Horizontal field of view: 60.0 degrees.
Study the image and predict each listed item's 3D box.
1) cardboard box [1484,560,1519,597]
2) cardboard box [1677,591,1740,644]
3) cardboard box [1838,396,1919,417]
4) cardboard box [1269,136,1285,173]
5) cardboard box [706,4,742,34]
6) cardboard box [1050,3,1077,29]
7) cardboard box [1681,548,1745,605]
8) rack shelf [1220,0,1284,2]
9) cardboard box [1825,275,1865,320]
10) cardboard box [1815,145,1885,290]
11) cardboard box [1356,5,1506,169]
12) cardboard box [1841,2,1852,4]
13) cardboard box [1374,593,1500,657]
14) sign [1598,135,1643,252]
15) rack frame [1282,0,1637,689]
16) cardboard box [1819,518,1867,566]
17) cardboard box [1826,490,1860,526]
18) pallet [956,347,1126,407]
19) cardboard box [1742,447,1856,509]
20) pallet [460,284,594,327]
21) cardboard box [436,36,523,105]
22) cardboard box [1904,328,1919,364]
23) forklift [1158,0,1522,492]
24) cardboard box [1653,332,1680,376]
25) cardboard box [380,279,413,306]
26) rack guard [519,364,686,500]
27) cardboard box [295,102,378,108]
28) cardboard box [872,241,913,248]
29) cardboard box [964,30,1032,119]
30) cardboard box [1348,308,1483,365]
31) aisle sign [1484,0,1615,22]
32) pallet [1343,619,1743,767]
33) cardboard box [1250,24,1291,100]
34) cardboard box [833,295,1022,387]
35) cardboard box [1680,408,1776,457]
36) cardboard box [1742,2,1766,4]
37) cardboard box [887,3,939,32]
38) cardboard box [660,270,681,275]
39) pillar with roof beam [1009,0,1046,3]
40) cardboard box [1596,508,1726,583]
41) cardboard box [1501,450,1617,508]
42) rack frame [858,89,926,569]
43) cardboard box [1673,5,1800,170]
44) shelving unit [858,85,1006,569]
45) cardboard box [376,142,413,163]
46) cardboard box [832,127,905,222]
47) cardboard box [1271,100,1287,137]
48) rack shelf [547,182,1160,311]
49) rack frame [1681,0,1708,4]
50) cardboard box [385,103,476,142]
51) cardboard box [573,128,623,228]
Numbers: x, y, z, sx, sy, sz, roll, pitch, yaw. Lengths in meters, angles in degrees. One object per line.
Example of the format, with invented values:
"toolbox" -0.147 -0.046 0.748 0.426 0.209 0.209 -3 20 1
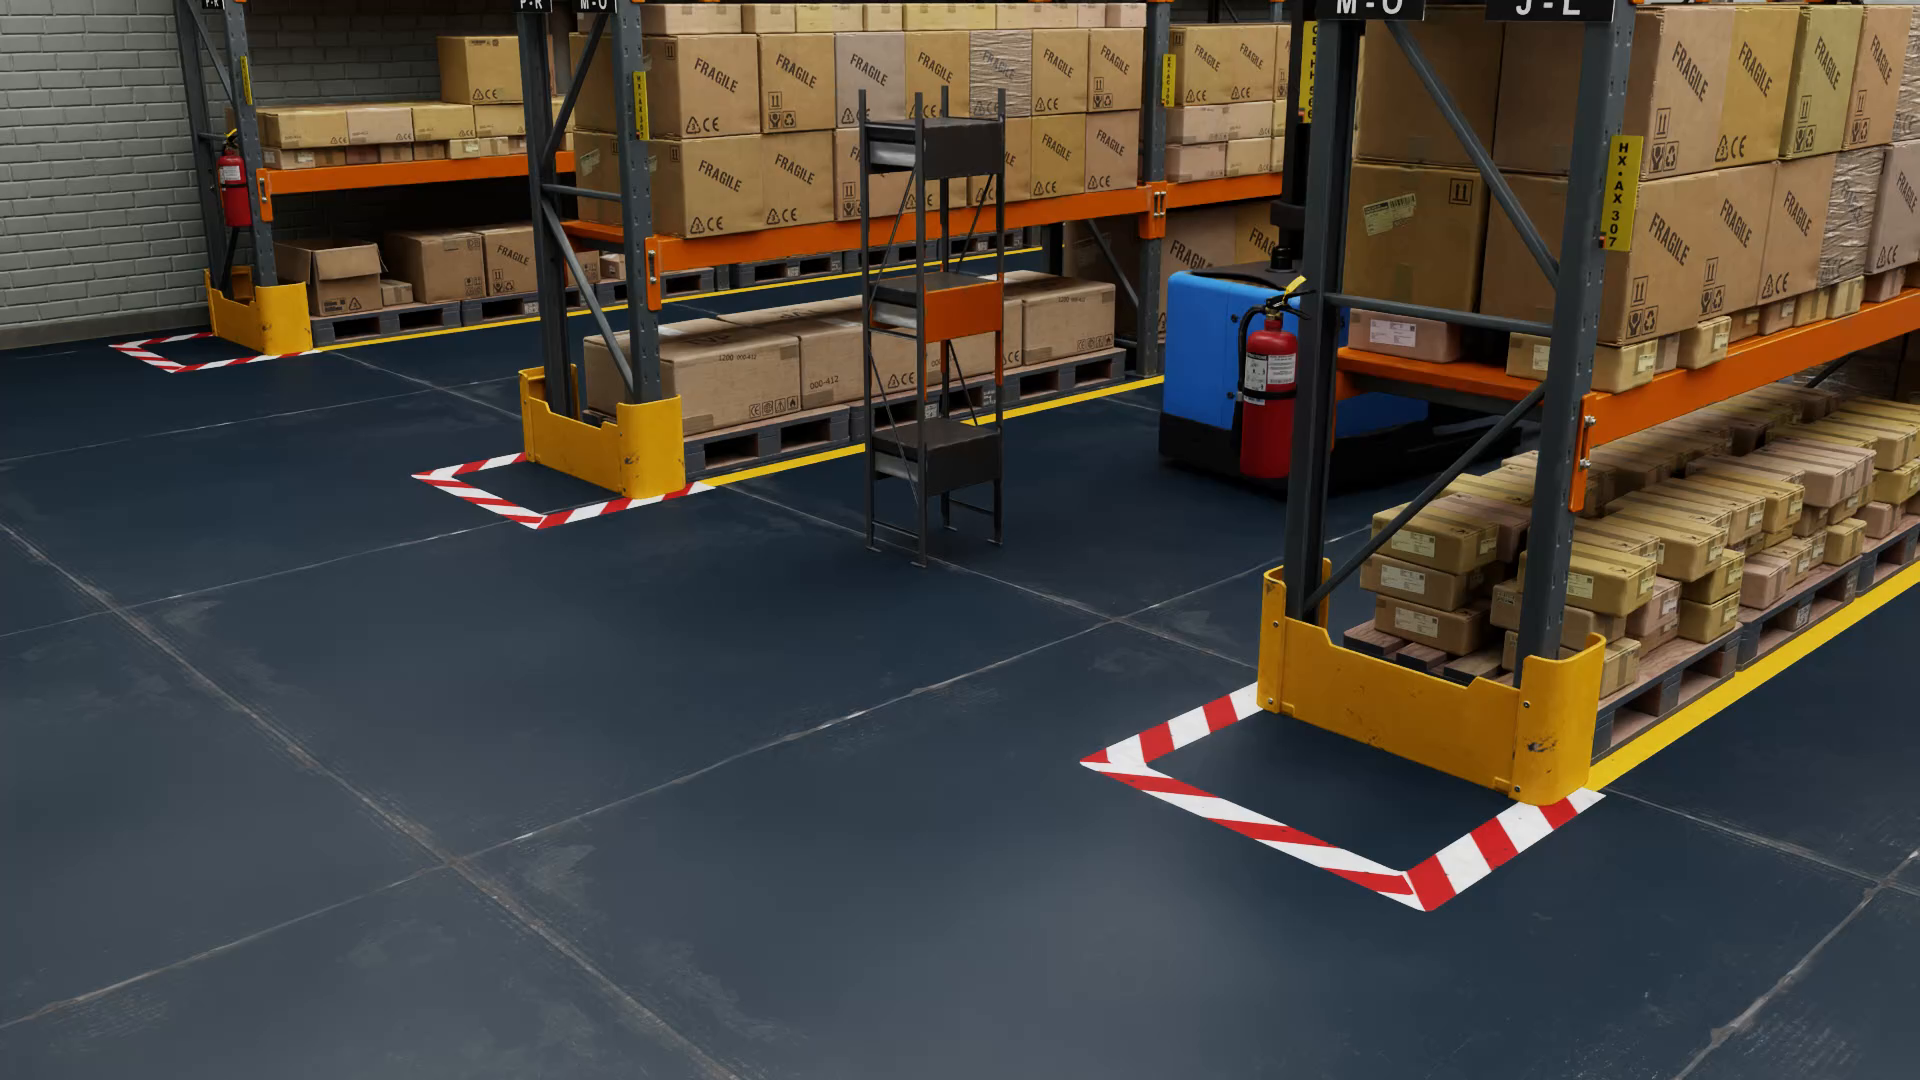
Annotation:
"cardboard box" 1.950 0.082 6.326 0.250 0.149 0.380 -17 25 -42
"cardboard box" 2.707 0.246 6.303 0.250 0.149 0.380 -16 24 -40
"cardboard box" 4.362 -0.554 7.806 0.250 0.149 0.380 -15 23 -39
"cardboard box" 2.227 -2.827 12.082 0.500 0.250 0.500 -17 24 -41
"cardboard box" -1.349 -2.718 8.668 0.250 0.149 0.380 -16 24 -40
"cardboard box" 0.508 -3.262 10.346 0.250 0.149 0.380 -16 24 -41
"cardboard box" 2.708 0.101 6.269 0.250 0.149 0.380 -15 23 -39
"rack shelf" 4.821 -6.964 20.903 4.000 0.370 1.077 -16 24 -41
"cardboard box" 3.309 -0.981 6.554 0.250 0.149 0.380 -16 24 -40
"cardboard box" 3.154 -1.265 6.378 0.500 0.500 0.500 -17 25 -42
"cardboard box" 1.697 -1.531 5.577 0.500 0.500 0.500 -17 24 -42
"cardboard box" 9.466 -5.699 18.433 0.500 0.500 0.700 -17 25 -42
"cardboard box" 1.775 0.285 6.184 0.250 0.149 0.380 -16 24 -40
"sign" 1.908 -1.004 4.813 0.005 0.325 0.100 -16 24 -41
"rack frame" 1.535 -0.713 5.321 0.127 3.000 1.000 -16 24 -41
"cardboard box" 3.639 -0.026 7.142 0.250 0.149 0.380 -16 24 -41
"cardboard box" 3.639 -0.198 7.190 0.250 0.149 0.380 -16 24 -40
"pallet" 0.361 -1.179 11.278 1.213 0.211 1.003 -16 24 -41
"cardboard box" 3.465 -0.261 6.903 0.380 0.149 0.250 17 24 42
"pallet" -3.832 -2.029 13.900 1.213 0.211 1.003 -16 24 -41
"cardboard box" -3.747 -3.693 13.057 0.500 0.500 0.500 -15 24 -39
"cardboard box" 5.160 -1.026 8.441 0.500 0.250 0.500 17 24 41
"forklift" 2.591 -1.966 9.297 3.031 2.935 1.130 -13 22 -34
"cardboard box" 2.153 -0.652 5.540 0.250 0.149 0.380 -15 23 -39
"cardboard box" -4.507 -1.946 13.065 0.380 0.149 0.250 17 24 42
"rack guard" -1.956 -0.607 9.046 0.348 0.500 1.175 -16 24 -41
"cardboard box" -4.825 -3.249 12.902 0.500 0.250 0.500 -16 24 -41
"cardboard box" -0.812 -3.151 16.213 0.500 0.500 0.500 17 24 42
"cardboard box" 0.077 -2.794 9.957 0.500 0.500 0.500 -16 24 -40
"cardboard box" 1.578 -0.726 5.768 0.250 0.149 0.380 -16 24 -41
"aisle sign" 1.688 -1.867 4.665 0.004 0.787 0.394 -16 24 -41
"pallet" 2.205 0.433 6.307 1.213 0.211 1.003 -16 24 -41
"cardboard box" 2.202 -3.421 11.888 0.500 0.500 0.500 -17 25 -42
"cardboard box" -0.213 -1.331 10.699 0.875 0.438 0.875 17 25 42
"cardboard box" 3.485 -0.491 7.612 0.250 0.149 0.380 -17 25 -42
"cardboard box" 7.635 -5.157 16.760 0.500 0.500 0.700 -16 24 -41
"cardboard box" -0.335 -2.965 9.432 0.250 0.149 0.380 -17 25 -42
"cardboard box" -2.649 -2.420 14.527 0.380 0.149 0.250 17 25 42
"pillar with roof beam" 3.747 -6.975 14.908 0.400 9.000 9.100 -16 24 -41
"cardboard box" 2.538 0.015 6.051 0.250 0.149 0.380 -16 24 -41
"cardboard box" 2.457 -0.243 6.847 0.250 0.149 0.380 -15 23 -39
"rack frame" -0.298 -0.912 7.393 0.015 2.100 0.400 -16 24 -41
"cardboard box" 2.406 -1.522 5.550 0.500 0.500 0.500 -15 23 -39
"shelving unit" -0.120 -0.964 7.553 0.503 2.100 0.431 -16 24 -41
"cardboard box" -4.379 -2.969 12.686 0.250 0.149 0.380 -15 23 -39
"cardboard box" -0.663 -2.103 9.446 0.500 0.500 0.500 -16 24 -41
"cardboard box" 2.225 -3.063 12.001 0.500 0.250 0.500 -16 24 -40
"rack shelf" -0.486 -1.883 10.095 4.000 0.370 1.077 -16 24 -41
"rack frame" 6.780 -4.344 16.519 0.127 3.000 1.000 -16 24 -41
"cardboard box" -4.105 -3.234 12.856 0.500 0.250 0.500 -17 24 -42
"cardboard box" -1.770 -2.010 9.159 0.500 0.500 0.500 -16 24 -41
